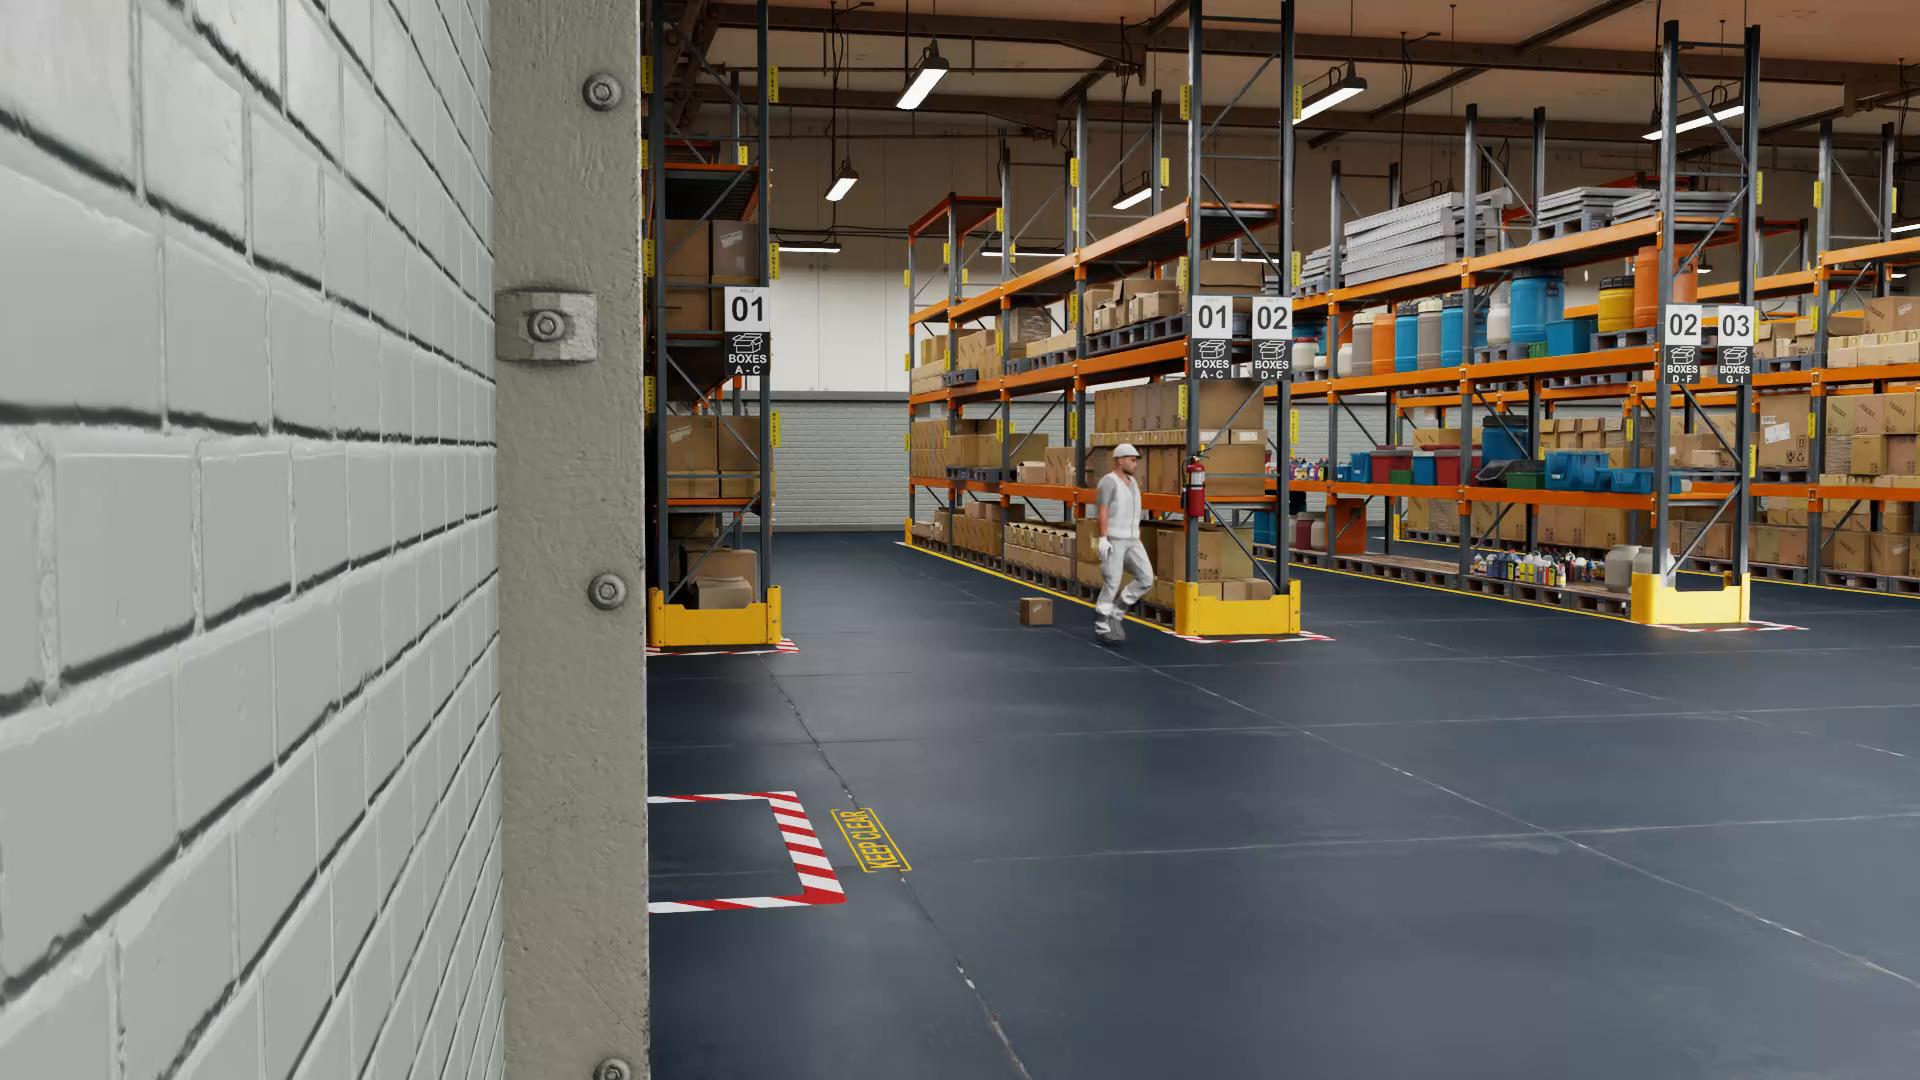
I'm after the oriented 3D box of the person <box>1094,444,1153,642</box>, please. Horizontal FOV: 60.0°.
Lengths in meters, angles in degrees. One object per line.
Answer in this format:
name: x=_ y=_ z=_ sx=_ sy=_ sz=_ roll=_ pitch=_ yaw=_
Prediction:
person: x=1.477 y=0.024 z=14.957 sx=0.636 sy=1.778 sz=0.453 roll=-3 pitch=4 yaw=-45
